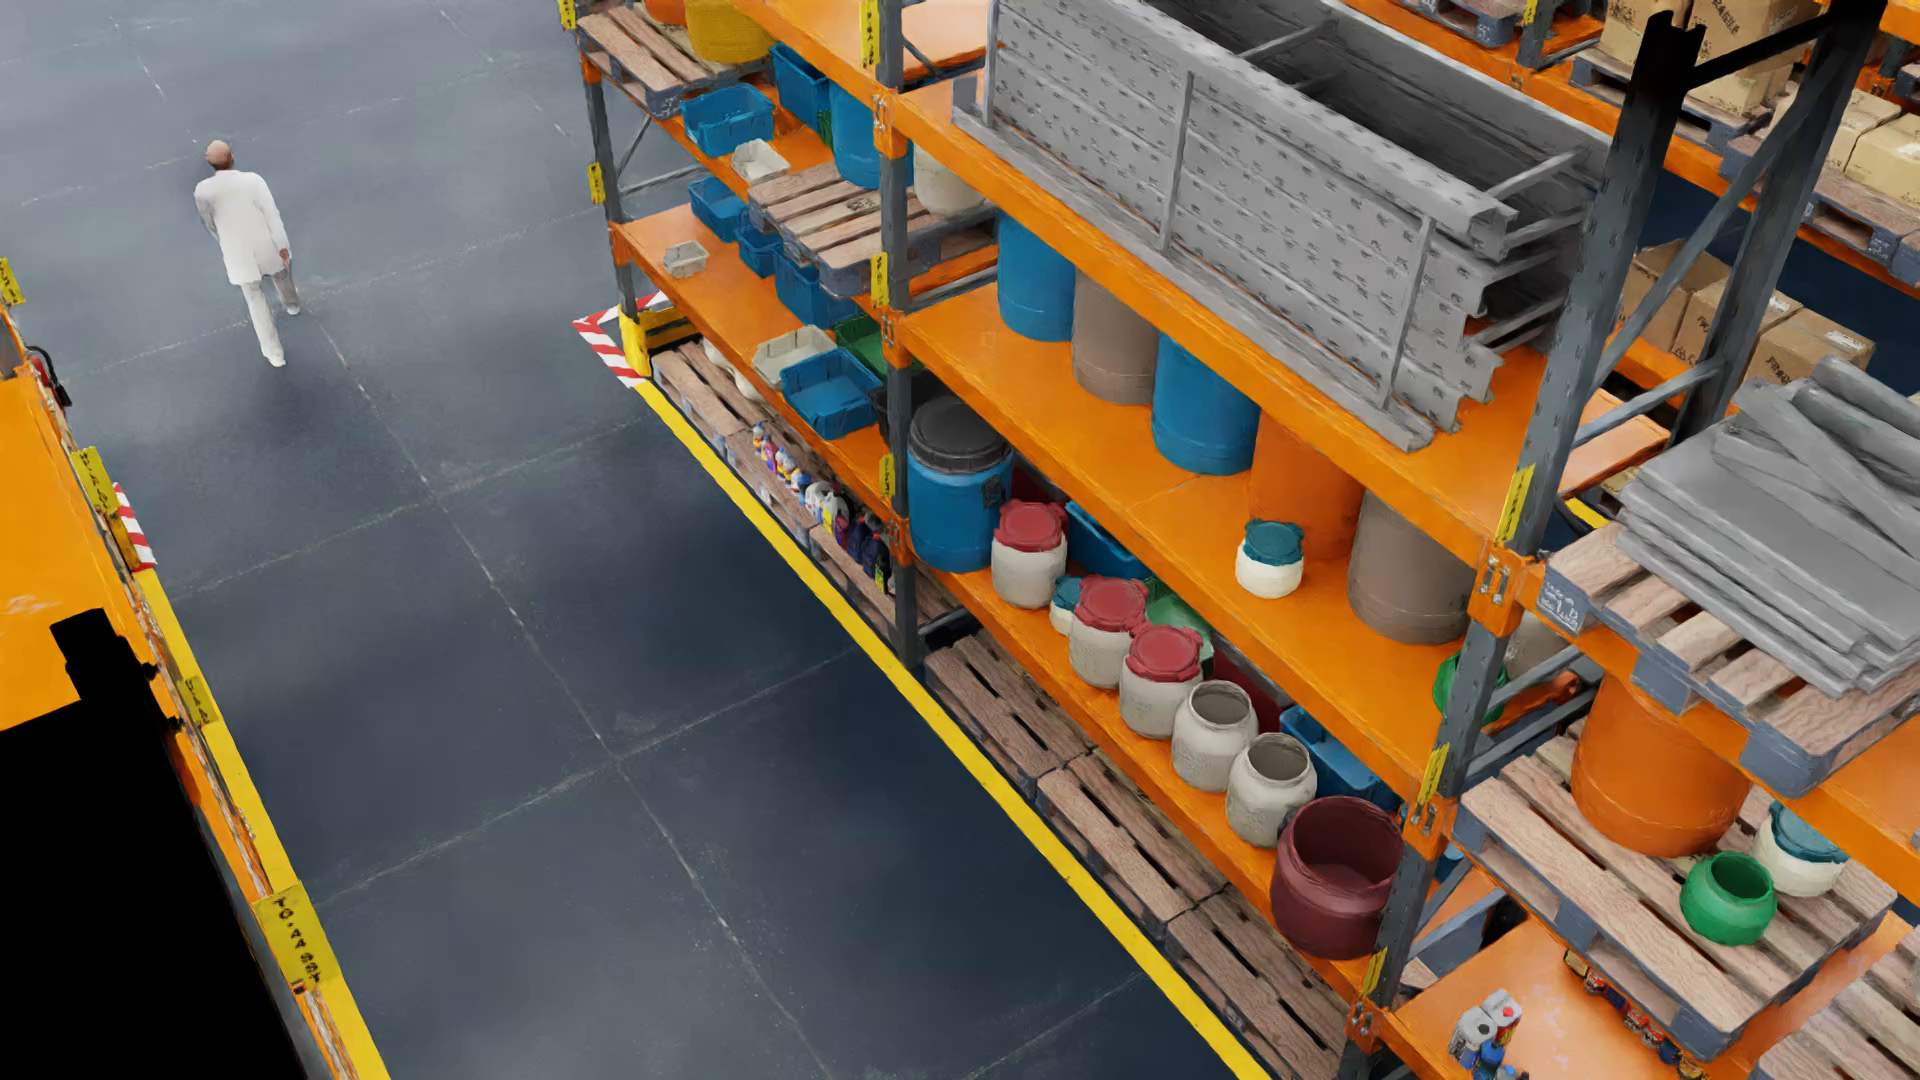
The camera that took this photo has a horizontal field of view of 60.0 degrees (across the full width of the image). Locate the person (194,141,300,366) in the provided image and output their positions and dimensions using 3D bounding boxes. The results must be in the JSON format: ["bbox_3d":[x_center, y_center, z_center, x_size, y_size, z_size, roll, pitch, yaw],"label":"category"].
[{"bbox_3d":[-5.567,-2.340,13.008,0.576,1.710,1.089,-17,45,-18],"label":"person"}]
